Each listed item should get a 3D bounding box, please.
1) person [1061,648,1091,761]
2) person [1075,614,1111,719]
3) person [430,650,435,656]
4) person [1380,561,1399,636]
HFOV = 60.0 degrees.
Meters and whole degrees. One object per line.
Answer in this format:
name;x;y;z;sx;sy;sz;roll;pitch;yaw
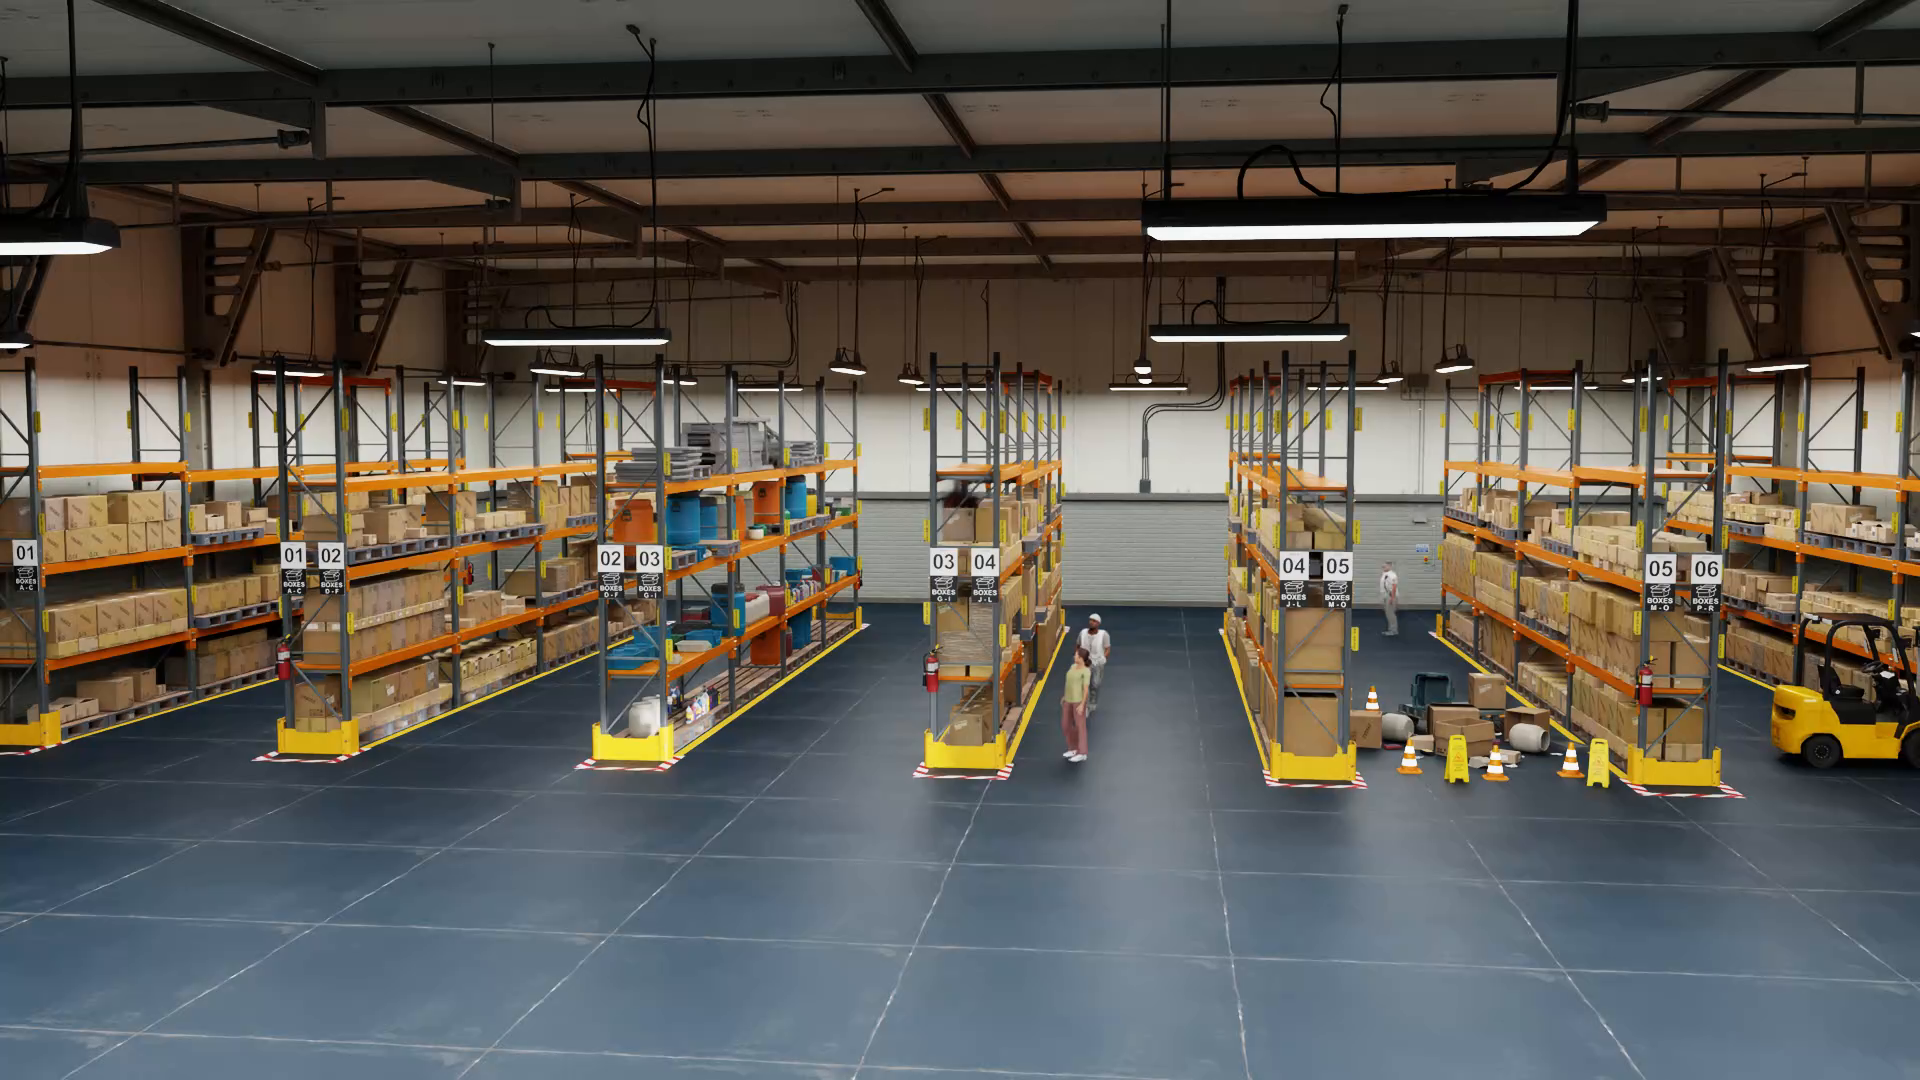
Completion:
person;1.703;2.427;24.759;0.435;1.663;0.536;-3;5;-38
person;2.262;2.162;28.406;0.619;1.805;0.881;0;4;6
person;-11.114;1.782;34.156;0.603;1.722;0.707;1;4;12
person;10.111;1.358;39.164;0.410;1.752;0.582;0;4;0
